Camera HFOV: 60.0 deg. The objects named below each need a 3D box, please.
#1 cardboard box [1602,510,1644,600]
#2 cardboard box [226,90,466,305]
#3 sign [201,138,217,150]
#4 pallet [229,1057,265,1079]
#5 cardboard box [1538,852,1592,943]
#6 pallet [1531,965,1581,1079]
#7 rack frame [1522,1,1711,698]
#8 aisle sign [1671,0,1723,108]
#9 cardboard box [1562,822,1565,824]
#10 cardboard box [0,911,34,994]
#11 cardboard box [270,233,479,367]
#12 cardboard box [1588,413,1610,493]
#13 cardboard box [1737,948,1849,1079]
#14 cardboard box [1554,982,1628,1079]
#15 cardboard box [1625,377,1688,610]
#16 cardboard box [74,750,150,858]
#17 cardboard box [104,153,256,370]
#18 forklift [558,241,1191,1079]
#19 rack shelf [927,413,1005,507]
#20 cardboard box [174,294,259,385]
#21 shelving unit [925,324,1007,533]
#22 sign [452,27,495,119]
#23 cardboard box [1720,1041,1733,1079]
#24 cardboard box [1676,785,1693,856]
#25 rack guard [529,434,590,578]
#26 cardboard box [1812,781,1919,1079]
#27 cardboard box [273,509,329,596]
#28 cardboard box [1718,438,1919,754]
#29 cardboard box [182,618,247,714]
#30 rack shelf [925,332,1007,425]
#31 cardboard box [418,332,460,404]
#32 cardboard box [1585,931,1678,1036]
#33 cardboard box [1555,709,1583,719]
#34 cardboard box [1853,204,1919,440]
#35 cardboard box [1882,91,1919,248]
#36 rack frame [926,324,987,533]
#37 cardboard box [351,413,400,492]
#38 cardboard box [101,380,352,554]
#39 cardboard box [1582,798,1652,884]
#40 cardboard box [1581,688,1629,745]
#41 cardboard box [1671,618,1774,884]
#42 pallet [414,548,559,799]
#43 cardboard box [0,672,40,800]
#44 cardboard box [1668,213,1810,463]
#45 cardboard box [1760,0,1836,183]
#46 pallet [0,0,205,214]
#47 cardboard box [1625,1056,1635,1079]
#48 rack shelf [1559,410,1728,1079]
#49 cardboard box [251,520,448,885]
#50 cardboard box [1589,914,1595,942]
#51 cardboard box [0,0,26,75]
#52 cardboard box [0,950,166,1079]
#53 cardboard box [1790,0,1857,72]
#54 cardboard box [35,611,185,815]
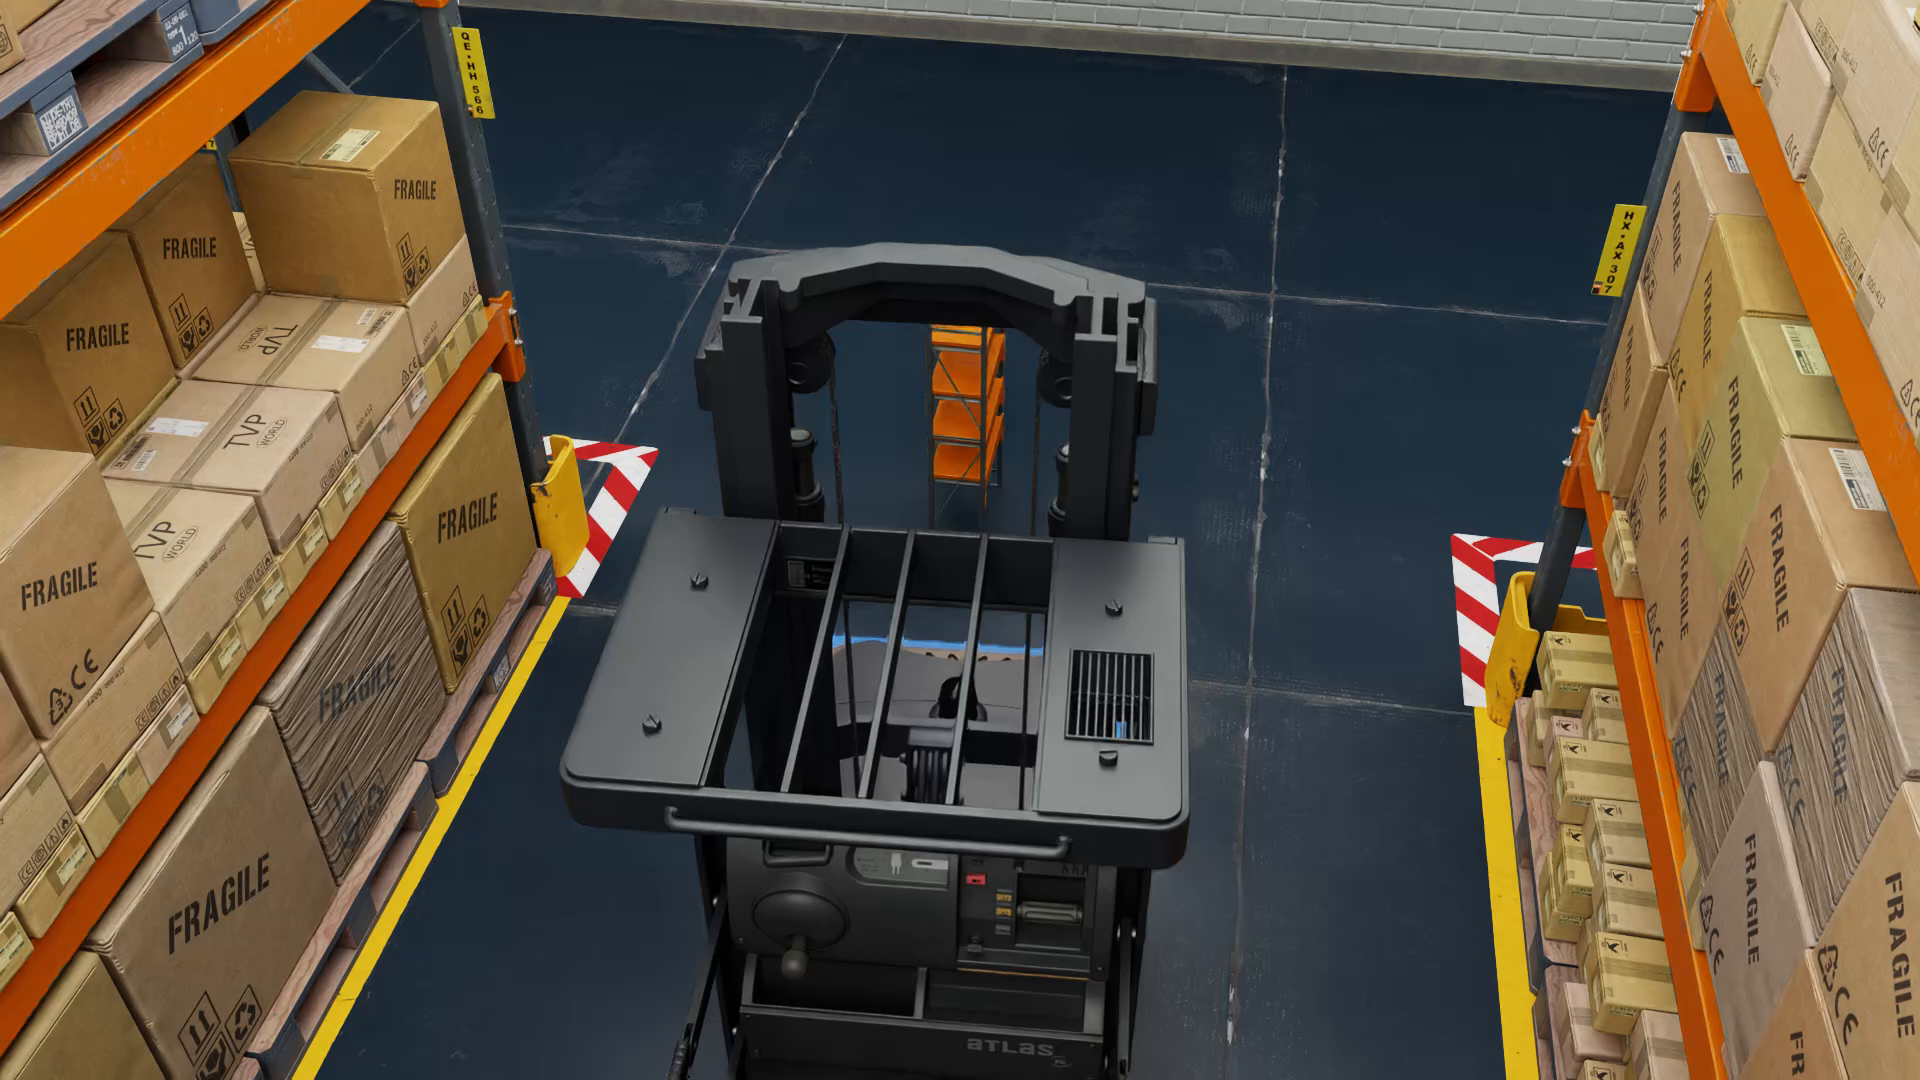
[{"bbox_3d":[2.170,0.058,5.023,0.380,0.149,0.250,5,40,6],"label":"cardboard box"},{"bbox_3d":[-2.042,-1.155,5.589,0.500,0.500,0.500,7,40,8],"label":"cardboard box"},{"bbox_3d":[-2.762,-1.573,6.057,0.100,0.325,0.005,6,40,8],"label":"sign"},{"bbox_3d":[-2.700,1.973,4.698,1.003,0.211,1.213,6,40,8],"label":"pallet"},{"bbox_3d":[2.092,1.175,5.382,0.380,0.149,0.250,7,40,8],"label":"cardboard box"},{"bbox_3d":[2.249,1.858,4.837,1.003,0.211,1.213,6,40,8],"label":"pallet"},{"bbox_3d":[2.651,-0.533,5.541,1.000,3.000,0.127,6,40,8],"label":"rack frame"},{"bbox_3d":[2.369,-1.614,4.808,0.394,0.787,0.004,6,40,8],"label":"aisle sign"},{"bbox_3d":[2.281,0.870,5.751,0.380,0.149,0.250,6,40,7],"label":"cardboard box"},{"bbox_3d":[-2.439,0.984,3.903,0.380,0.149,0.250,8,40,9],"label":"cardboard box"},{"bbox_3d":[-2.039,-0.867,5.829,0.500,0.250,0.500,6,40,7],"label":"cardboard box"},{"bbox_3d":[2.272,-0.270,5.419,0.380,0.149,0.250,6,40,7],"label":"cardboard box"},{"bbox_3d":[1.856,1.163,3.177,0.500,0.500,0.500,5,40,6],"label":"cardboard box"},{"bbox_3d":[2.013,1.493,4.998,0.380,0.149,0.250,5,40,6],"label":"cardboard box"},{"bbox_3d":[2.234,-0.097,4.701,0.500,0.500,0.500,6,40,8],"label":"cardboard box"},{"bbox_3d":[-2.351,0.658,4.297,0.380,0.149,0.250,6,40,7],"label":"cardboard box"},{"bbox_3d":[-2.652,-0.904,5.286,0.500,0.500,0.500,5,40,7],"label":"cardboard box"},{"bbox_3d":[-0.113,0.947,3.804,1.130,2.935,3.031,4,40,4],"label":"forklift"},{"bbox_3d":[0.029,-0.361,7.163,0.258,0.148,0.480,6,40,8],"label":"rack shelf"},{"bbox_3d":[-2.649,-0.602,5.509,0.500,0.250,0.500,6,40,7],"label":"cardboard box"},{"bbox_3d":[0.029,-0.566,6.993,0.258,1.200,0.503,6,40,8],"label":"shelving unit"},{"bbox_3d":[-1.684,-1.613,5.752,0.100,0.325,0.005,6,40,8],"label":"sign"},{"bbox_3d":[1.907,1.201,3.641,0.380,0.149,0.250,5,40,6],"label":"cardboard box"},{"bbox_3d":[2.053,0.715,4.228,0.380,0.149,0.250,8,40,9],"label":"cardboard box"},{"bbox_3d":[-2.212,-0.196,7.094,1.175,0.500,0.348,6,40,8],"label":"rack guard"},{"bbox_3d":[1.858,0.788,2.846,0.500,0.500,0.500,5,40,6],"label":"cardboard box"},{"bbox_3d":[-2.173,0.017,5.073,0.380,0.149,0.250,7,40,8],"label":"cardboard box"},{"bbox_3d":[2.034,0.142,3.628,0.500,0.500,0.500,5,40,6],"label":"cardboard box"},{"bbox_3d":[-2.262,0.336,4.687,0.380,0.149,0.250,5,40,6],"label":"cardboard box"},{"bbox_3d":[0.029,-0.687,6.894,0.258,0.148,0.480,6,40,8],"label":"rack shelf"},{"bbox_3d":[-1.997,-0.624,5.848,0.380,0.149,0.250,7,40,8],"label":"cardboard box"},{"bbox_3d":[2.018,1.294,4.772,0.380,0.149,0.250,7,40,8],"label":"cardboard box"},{"bbox_3d":[2.308,0.589,5.858,0.380,0.149,0.250,8,40,10],"label":"cardboard box"},{"bbox_3d":[2.050,-0.401,3.144,0.500,0.250,0.500,6,40,7],"label":"cardboard box"},{"bbox_3d":[2.045,-0.616,3.013,0.500,0.250,0.500,5,40,6],"label":"cardboard box"},{"bbox_3d":[-0.014,-0.413,6.808,0.240,1.200,0.015,6,40,8],"label":"rack frame"},{"bbox_3d":[-2.086,-0.309,5.467,0.380,0.149,0.250,7,40,8],"label":"cardboard box"},{"bbox_3d":[-2.215,-0.230,5.058,0.500,0.250,0.500,5,40,6],"label":"cardboard box"},{"bbox_3d":[2.166,0.961,5.175,0.380,0.149,0.250,5,40,5],"label":"cardboard box"},{"bbox_3d":[2.297,0.652,5.549,0.380,0.149,0.250,7,40,8],"label":"cardboard box"},{"bbox_3d":[2.055,0.530,3.943,0.500,0.500,0.500,5,40,7],"label":"cardboard box"},{"bbox_3d":[-2.278,0.441,6.551,1.003,0.211,1.213,6,40,8],"label":"pallet"},{"bbox_3d":[-2.481,0.440,3.659,0.500,0.500,0.500,6,40,8],"label":"cardboard box"},{"bbox_3d":[2.231,-0.502,4.407,0.500,0.500,0.500,7,40,9],"label":"cardboard box"},{"bbox_3d":[2.226,-1.048,3.927,0.500,0.250,0.500,8,40,9],"label":"cardboard box"},{"bbox_3d":[-2.543,-1.031,3.859,1.003,0.211,1.213,6,40,8],"label":"pallet"},{"bbox_3d":[2.083,1.588,4.650,0.380,0.149,0.250,8,40,10],"label":"cardboard box"},{"bbox_3d":[2.305,0.999,4.252,1.077,0.370,4.000,6,40,8],"label":"rack shelf"},{"bbox_3d":[-2.406,0.495,5.635,0.875,0.875,0.875,6,40,8],"label":"cardboard box"},{"bbox_3d":[2.146,1.244,5.065,0.380,0.149,0.250,5,40,6],"label":"cardboard box"},{"bbox_3d":[-2.505,-1.176,3.477,0.700,0.500,0.500,8,40,10],"label":"cardboard box"},{"bbox_3d":[-2.715,1.618,4.277,0.875,0.875,0.875,6,40,8],"label":"cardboard box"},{"bbox_3d":[2.230,-1.250,3.779,0.500,0.250,0.500,6,40,7],"label":"cardboard box"},{"bbox_3d":[-2.394,0.406,4.289,0.500,0.250,0.500,7,40,9],"label":"cardboard box"}]
